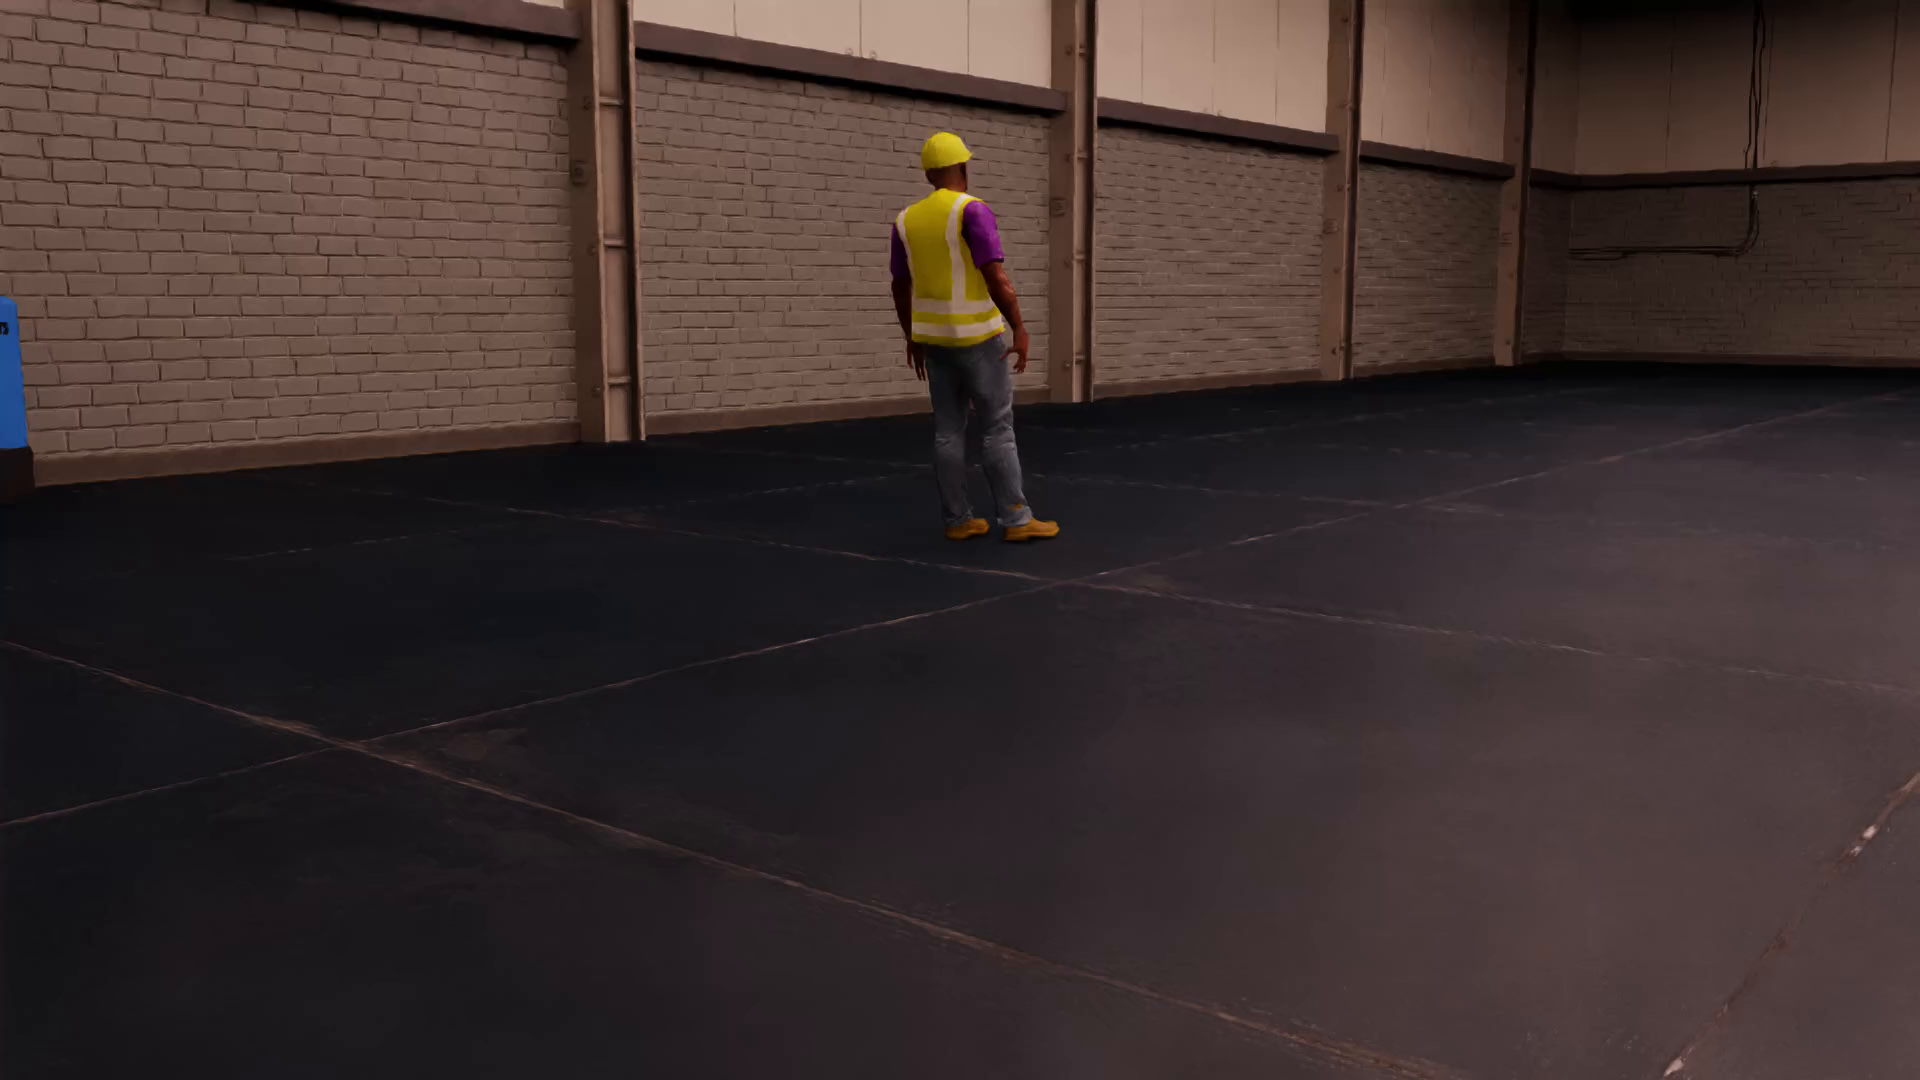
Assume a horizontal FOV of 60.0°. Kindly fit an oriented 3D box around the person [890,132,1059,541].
[{"bbox_3d":[0.048,-0.888,7.326,0.665,1.766,0.576,7,11,38],"label":"person"}]

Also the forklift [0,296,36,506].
[{"bbox_3d":[-5.718,-1.444,7.148,1.130,2.935,3.031,3,9,19],"label":"forklift"}]
